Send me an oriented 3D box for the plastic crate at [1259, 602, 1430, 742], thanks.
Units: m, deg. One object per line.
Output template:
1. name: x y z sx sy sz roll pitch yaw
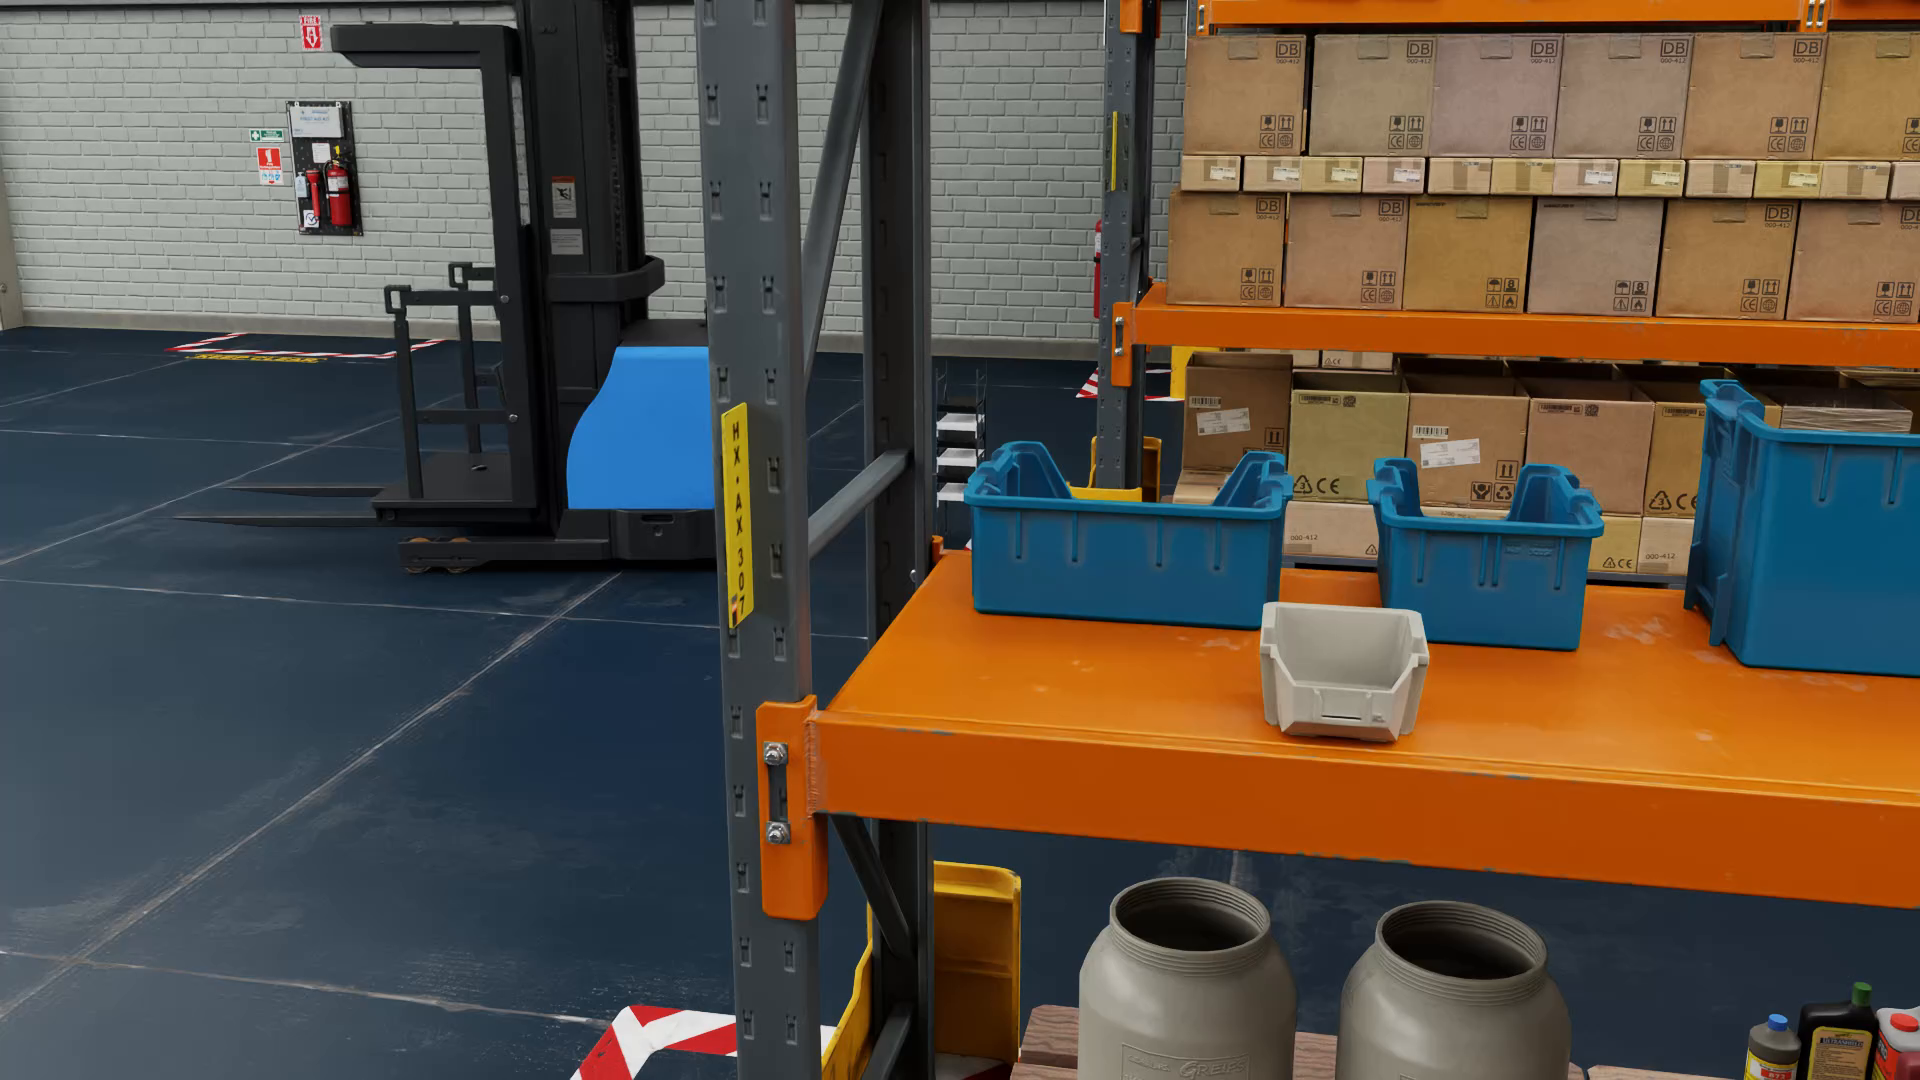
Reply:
1. plastic crate: 0.595 0.212 2.601 0.250 0.136 0.298 3 16 11

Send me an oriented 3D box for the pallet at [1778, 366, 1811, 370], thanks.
1. pallet: 6.439 -1.041 11.854 1.213 0.211 1.003 3 16 11

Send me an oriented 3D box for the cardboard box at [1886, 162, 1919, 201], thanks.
1. cardboard box: 3.884 -1.476 6.798 0.250 0.149 0.380 3 16 9

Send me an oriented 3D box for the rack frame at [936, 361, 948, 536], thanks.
1. rack frame: -0.092 -0.439 8.390 0.006 0.900 0.240 3 16 11

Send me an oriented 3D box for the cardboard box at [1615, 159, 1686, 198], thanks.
1. cardboard box: 2.879 -1.530 6.994 0.250 0.149 0.380 4 16 13

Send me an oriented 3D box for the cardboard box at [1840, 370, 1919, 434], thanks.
1. cardboard box: 4.300 -0.475 7.546 0.500 0.500 0.500 3 16 11

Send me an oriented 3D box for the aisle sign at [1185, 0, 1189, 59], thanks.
1. aisle sign: 1.626 -3.817 11.781 0.004 0.787 0.394 3 16 11

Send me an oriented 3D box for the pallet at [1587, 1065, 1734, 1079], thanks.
1. pallet: 1.853 1.399 3.046 1.213 0.211 1.003 3 16 11

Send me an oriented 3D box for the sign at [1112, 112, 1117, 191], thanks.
1. sign: 0.656 -1.653 7.070 0.005 0.325 0.100 3 16 11

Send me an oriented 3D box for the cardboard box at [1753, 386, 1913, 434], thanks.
1. cardboard box: 3.707 -0.365 7.151 0.500 0.500 0.500 3 16 11

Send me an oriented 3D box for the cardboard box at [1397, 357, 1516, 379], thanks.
1. cardboard box: 2.340 -0.581 7.930 0.500 0.500 0.500 3 16 11

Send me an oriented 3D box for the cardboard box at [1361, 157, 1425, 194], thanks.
1. cardboard box: 1.865 -1.585 7.192 0.250 0.149 0.380 3 16 10

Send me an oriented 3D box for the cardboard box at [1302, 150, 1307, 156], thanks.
1. cardboard box: 1.693 -1.705 7.627 0.250 0.149 0.380 3 16 10

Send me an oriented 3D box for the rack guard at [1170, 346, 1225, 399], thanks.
1. rack guard: 1.831 -1.430 12.717 0.348 0.500 1.175 3 16 11

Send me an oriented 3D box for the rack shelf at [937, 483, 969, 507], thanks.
1. rack shelf: 0.008 -0.228 8.427 0.200 0.077 0.258 3 16 11

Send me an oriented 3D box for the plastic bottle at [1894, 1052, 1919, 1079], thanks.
1. plastic bottle: 1.890 1.082 3.232 0.133 0.283 0.061 3 16 11

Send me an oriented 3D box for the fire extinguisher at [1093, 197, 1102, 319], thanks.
1. fire extinguisher: 0.749 -1.433 8.190 0.183 0.674 0.296 3 16 11

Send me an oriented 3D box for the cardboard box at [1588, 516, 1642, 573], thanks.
1. cardboard box: 2.724 -0.053 7.427 0.500 0.250 0.500 3 16 11

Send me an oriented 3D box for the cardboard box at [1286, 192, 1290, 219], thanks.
1. cardboard box: 2.171 -2.467 12.021 0.500 0.250 0.500 3 16 9

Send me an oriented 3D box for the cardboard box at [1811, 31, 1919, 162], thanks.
1. cardboard box: 3.761 -1.851 6.939 0.500 0.500 0.700 3 16 11

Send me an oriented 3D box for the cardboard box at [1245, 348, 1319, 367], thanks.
1. cardboard box: 2.416 -1.494 12.480 0.500 0.311 0.500 1 16 5

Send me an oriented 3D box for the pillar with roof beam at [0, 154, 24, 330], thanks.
1. pillar with roof beam: -10.003 -5.231 10.518 0.400 9.000 9.100 3 16 11

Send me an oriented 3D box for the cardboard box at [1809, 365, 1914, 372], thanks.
1. cardboard box: 6.401 -1.398 11.779 0.500 0.500 0.700 4 16 13

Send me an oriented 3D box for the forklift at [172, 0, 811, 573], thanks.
1. forklift: -2.303 -1.396 8.041 3.031 2.935 1.130 0 15 0

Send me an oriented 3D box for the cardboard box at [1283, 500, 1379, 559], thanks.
1. cardboard box: 1.745 -0.107 7.624 0.500 0.250 0.500 3 16 11

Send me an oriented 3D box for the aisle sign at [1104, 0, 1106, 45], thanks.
1. aisle sign: 0.647 -2.518 7.095 0.004 0.787 0.394 3 16 11

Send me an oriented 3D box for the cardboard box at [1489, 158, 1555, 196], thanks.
1. cardboard box: 2.377 -1.558 7.095 0.250 0.149 0.380 3 16 10

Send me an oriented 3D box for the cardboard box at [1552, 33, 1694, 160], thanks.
1. cardboard box: 2.781 -1.905 7.132 0.500 0.500 0.700 3 16 11

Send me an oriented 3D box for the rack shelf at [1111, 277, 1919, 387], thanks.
1. rack shelf: 2.733 -0.889 7.431 4.000 0.370 1.077 3 16 11

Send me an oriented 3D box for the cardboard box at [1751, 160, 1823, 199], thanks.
1. cardboard box: 3.387 -1.503 6.898 0.250 0.149 0.380 3 16 11

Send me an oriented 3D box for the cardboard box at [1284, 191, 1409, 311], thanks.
1. cardboard box: 1.743 -1.336 7.507 0.500 0.500 0.700 4 16 13

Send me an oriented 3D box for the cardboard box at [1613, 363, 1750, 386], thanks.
1. cardboard box: 3.321 -0.528 7.738 0.500 0.500 0.500 3 16 11

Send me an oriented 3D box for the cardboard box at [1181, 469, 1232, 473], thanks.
1. cardboard box: 1.357 -0.268 8.206 0.500 0.250 0.500 3 16 11

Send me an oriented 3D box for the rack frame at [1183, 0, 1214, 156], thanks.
1. rack frame: 1.756 -2.638 12.398 0.127 3.000 1.000 3 16 11

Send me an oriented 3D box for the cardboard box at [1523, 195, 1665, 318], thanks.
1. cardboard box: 2.745 -1.281 7.309 0.500 0.500 0.700 4 16 13

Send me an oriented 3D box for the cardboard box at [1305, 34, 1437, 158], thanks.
1. cardboard box: 1.796 -1.958 7.324 0.500 0.500 0.700 3 16 10

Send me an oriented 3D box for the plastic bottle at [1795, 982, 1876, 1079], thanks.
1. plastic bottle: 1.787 1.035 3.402 0.133 0.283 0.061 4 16 12

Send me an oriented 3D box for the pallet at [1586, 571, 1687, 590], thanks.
1. pallet: 2.722 0.097 7.747 1.213 0.211 1.003 3 16 11

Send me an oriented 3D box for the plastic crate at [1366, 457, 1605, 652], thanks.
1. plastic crate: 0.967 0.009 3.118 0.408 0.251 0.499 3 16 11

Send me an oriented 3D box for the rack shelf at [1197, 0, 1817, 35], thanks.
1. rack shelf: 3.716 -3.631 11.709 4.000 0.370 1.077 3 16 11

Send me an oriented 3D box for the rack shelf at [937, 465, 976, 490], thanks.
1. rack shelf: 0.008 -0.314 8.403 0.200 0.077 0.258 3 16 11

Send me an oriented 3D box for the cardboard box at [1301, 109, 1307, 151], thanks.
1. cardboard box: 2.647 -2.804 11.835 0.500 0.500 0.500 3 16 11

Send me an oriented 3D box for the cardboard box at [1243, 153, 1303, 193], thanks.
1. cardboard box: 1.374 -1.613 7.292 0.250 0.149 0.380 3 16 10

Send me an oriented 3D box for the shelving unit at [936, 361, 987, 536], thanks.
1. shelving unit: 0.008 -0.433 8.370 0.210 0.900 0.258 3 16 11

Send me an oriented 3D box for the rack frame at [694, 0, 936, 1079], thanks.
1. rack frame: -0.218 -0.047 3.042 0.127 3.000 1.000 3 16 11

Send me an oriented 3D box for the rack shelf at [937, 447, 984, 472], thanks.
1. rack shelf: 0.008 -0.401 8.379 0.200 0.077 0.258 3 16 11

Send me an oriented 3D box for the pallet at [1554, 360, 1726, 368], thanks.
1. pallet: 5.011 -1.108 12.097 1.213 0.211 1.003 3 16 11

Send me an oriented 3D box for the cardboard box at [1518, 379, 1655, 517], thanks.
1. cardboard box: 2.723 -0.414 7.326 0.500 0.500 0.500 3 16 11

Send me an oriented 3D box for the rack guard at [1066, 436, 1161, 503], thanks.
1. rack guard: 0.749 -0.139 8.057 0.348 0.500 1.175 3 16 11

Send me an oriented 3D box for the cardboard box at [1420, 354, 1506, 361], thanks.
1. cardboard box: 3.684 -1.503 12.157 0.500 0.500 0.700 2 16 8

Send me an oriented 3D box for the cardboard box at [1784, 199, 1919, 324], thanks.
1. cardboard box: 3.738 -1.226 7.112 0.500 0.500 0.700 3 16 11

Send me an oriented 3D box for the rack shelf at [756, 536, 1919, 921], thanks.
1. rack shelf: 1.742 0.406 2.754 4.000 0.370 1.077 3 16 11

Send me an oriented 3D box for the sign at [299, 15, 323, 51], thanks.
1. sign: -5.667 -4.432 14.529 0.199 0.298 0.001 3 16 11

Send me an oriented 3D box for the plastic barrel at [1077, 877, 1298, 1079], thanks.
1. plastic barrel: 0.442 0.965 3.263 0.421 0.512 0.421 0 15 0

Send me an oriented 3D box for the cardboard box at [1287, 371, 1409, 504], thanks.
1. cardboard box: 1.744 -0.468 7.522 0.500 0.500 0.500 3 16 11

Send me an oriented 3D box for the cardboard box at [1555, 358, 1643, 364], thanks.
1. cardboard box: 4.651 -1.478 12.066 0.500 0.500 0.500 2 16 7
